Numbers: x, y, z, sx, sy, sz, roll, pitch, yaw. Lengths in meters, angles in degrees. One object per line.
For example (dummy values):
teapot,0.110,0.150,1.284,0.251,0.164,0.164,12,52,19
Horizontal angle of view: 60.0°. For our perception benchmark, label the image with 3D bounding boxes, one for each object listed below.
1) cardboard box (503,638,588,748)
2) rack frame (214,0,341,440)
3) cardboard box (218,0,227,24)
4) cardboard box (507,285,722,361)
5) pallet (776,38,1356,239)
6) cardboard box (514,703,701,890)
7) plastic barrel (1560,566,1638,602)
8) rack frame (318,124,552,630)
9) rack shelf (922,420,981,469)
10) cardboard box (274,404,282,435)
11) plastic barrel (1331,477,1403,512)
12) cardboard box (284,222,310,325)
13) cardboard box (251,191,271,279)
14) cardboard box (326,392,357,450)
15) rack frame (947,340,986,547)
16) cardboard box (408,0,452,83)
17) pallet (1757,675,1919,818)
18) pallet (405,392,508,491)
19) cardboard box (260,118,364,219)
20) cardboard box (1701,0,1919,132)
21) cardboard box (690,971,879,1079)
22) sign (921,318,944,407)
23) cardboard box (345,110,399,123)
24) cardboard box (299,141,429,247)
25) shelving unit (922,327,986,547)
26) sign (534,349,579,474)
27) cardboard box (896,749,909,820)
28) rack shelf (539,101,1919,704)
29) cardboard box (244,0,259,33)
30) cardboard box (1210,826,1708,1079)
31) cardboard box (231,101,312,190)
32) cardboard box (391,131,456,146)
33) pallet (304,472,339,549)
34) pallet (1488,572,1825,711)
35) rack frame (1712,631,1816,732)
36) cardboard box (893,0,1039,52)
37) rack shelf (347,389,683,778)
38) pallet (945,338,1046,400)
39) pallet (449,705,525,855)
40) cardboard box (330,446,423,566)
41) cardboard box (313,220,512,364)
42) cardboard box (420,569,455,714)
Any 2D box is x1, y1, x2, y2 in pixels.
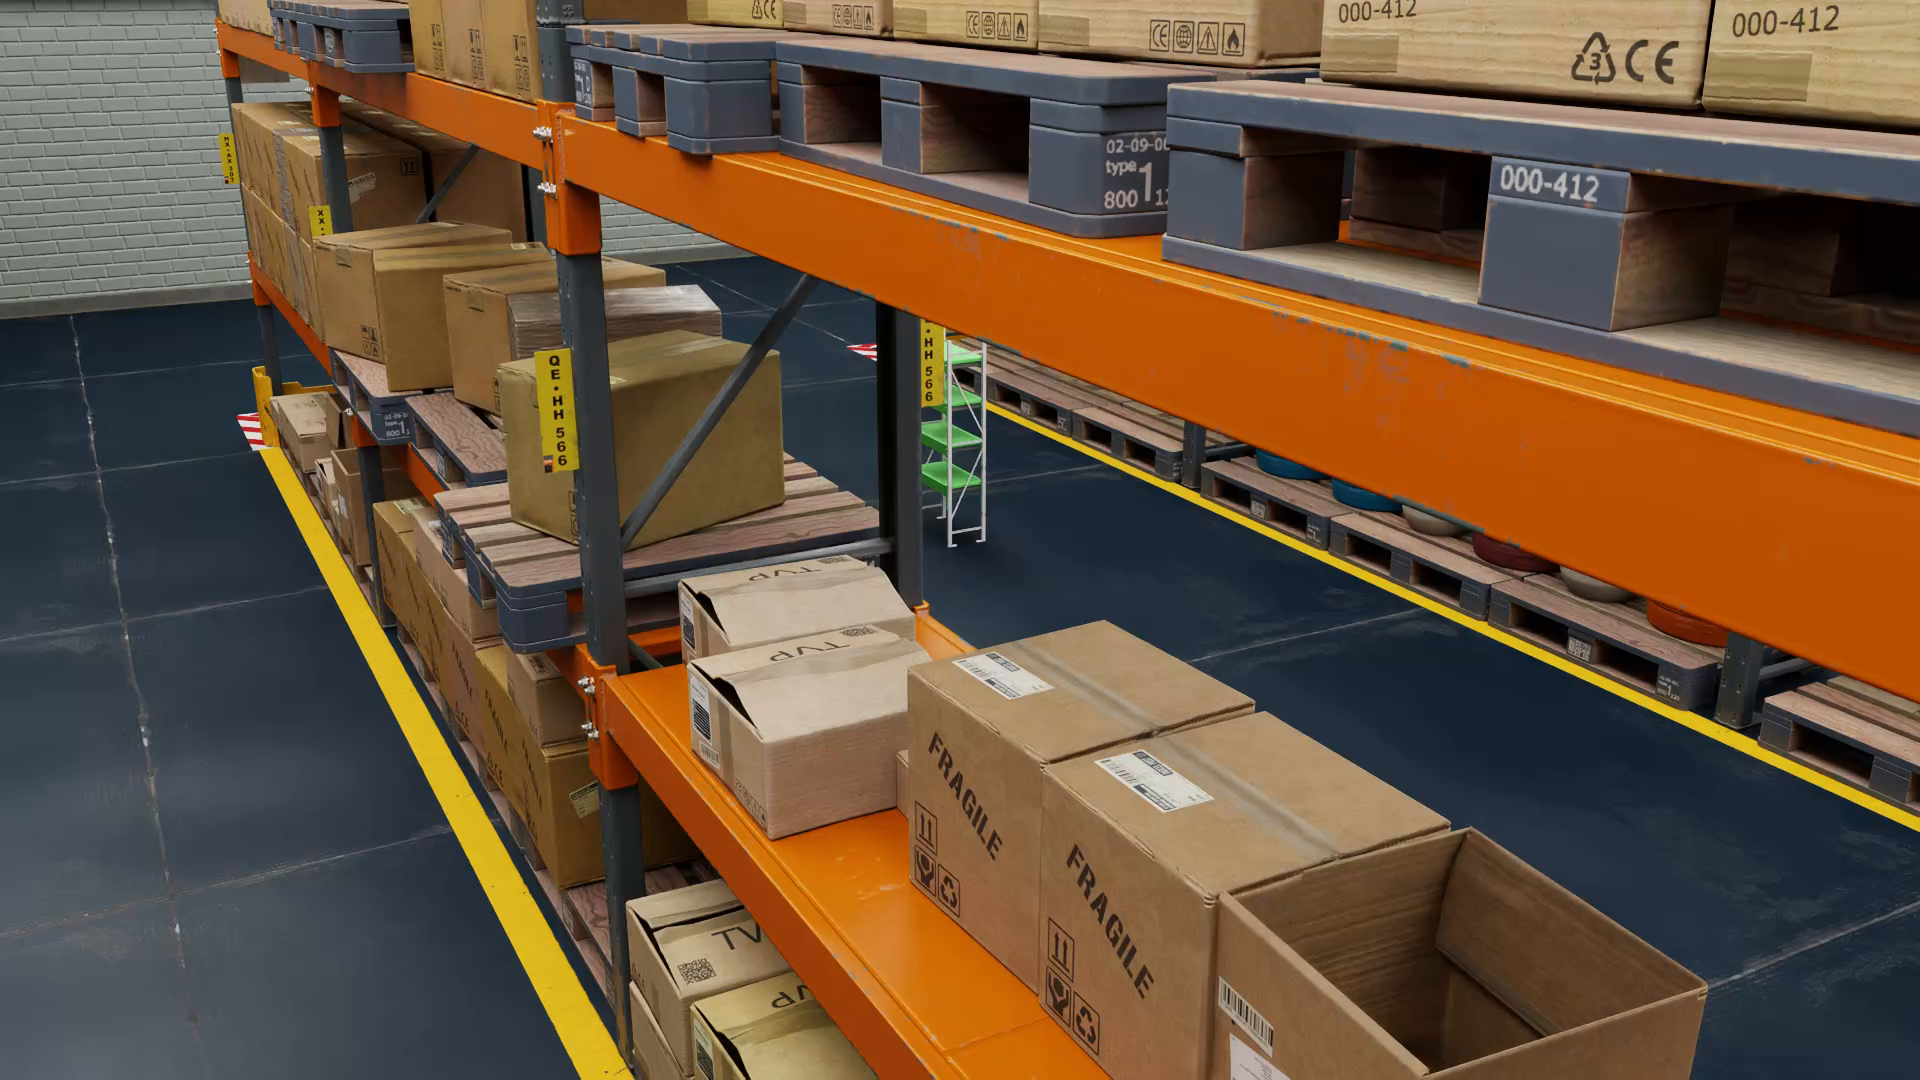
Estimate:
cardboard box,-1.260,0.458,5.714,0.500,0.250,0.500,-9,21,-25
rack frame,-4.377,-2.210,11.438,1.000,3.000,0.127,-10,21,-27
cardboard box,-4.357,-3.370,10.431,0.500,0.250,0.500,-10,21,-27
cardboard box,-1.243,-0.615,6.017,0.700,0.500,0.500,-6,20,-16
pallet,0.356,-0.741,2.870,1.003,0.211,1.213,-9,21,-24
cardboard box,-1.229,0.828,5.791,0.500,0.500,0.500,-9,21,-25
plastic barrel,3.188,0.012,8.169,0.421,0.512,0.421,0,19,0
rack frame,-2.478,-1.062,8.110,1.000,3.000,0.127,-10,21,-27
rack shelf,-0.079,-0.554,9.594,0.258,0.148,0.480,-10,21,-27
cardboard box,-4.362,-0.834,11.118,0.380,0.166,0.250,-10,21,-27
plastic barrel,2.463,-0.673,9.555,0.600,0.901,0.708,-10,21,-27
cardboard box,-3.433,-1.508,9.249,0.500,0.500,0.500,-9,21,-25
cardboard box,-4.149,-1.942,10.507,0.500,0.500,0.500,-10,22,-27
cardboard box,-3.375,-0.628,10.006,0.797,0.503,0.637,-10,21,-27
rack frame,0.037,-0.545,9.370,0.240,1.200,0.015,-10,21,-27
cardboard box,-1.304,-1.794,5.481,0.910,0.500,0.500,-10,21,-27
pallet,4.116,0.867,6.796,1.003,0.211,1.213,-10,21,-27
pallet,-1.506,-0.380,6.429,1.003,0.211,1.213,-10,21,-27
cardboard box,-3.669,-2.123,9.499,0.500,0.500,0.500,-10,22,-27
cardboard box,1.037,-0.489,1.438,0.500,0.250,0.500,-8,20,-21
cardboard box,-0.331,1.268,4.070,0.500,0.311,0.500,-11,22,-28
sign,-0.092,-0.548,4.845,0.100,0.325,0.005,-10,21,-27
cardboard box,-3.433,-2.352,10.162,0.500,0.500,0.500,-9,21,-25
cardboard box,-2.946,-1.687,8.235,0.500,0.500,0.500,-10,21,-26
shelving unit,-0.079,-0.615,9.573,0.258,1.200,0.503,-10,21,-27
sign,-1.052,-0.337,4.355,0.100,0.325,0.005,-10,21,-27
cardboard box,0.077,0.563,3.788,0.380,0.149,0.250,-8,21,-23
rack shelf,0.371,-0.417,2.747,1.077,0.370,4.000,-10,21,-27
cardboard box,-3.649,-2.939,9.181,0.500,0.250,0.500,-10,21,-27
cardboard box,0.720,0.813,2.523,0.500,0.500,0.500,-8,21,-23
cardboard box,-4.399,-2.562,10.771,0.500,0.500,0.500,-9,21,-25
cardboard box,-2.699,-1.909,8.878,0.500,0.500,0.500,-11,22,-28
pallet,-3.387,-0.291,10.153,1.003,0.211,1.213,-10,21,-27
pallet,3.371,0.419,8.095,1.003,0.211,1.213,-10,21,-27
rack frame,3.783,-0.680,7.003,1.000,3.000,0.127,-10,21,-27
cardboard box,0.213,-1.024,2.988,0.500,0.250,0.500,-10,22,-28
rack shelf,-1.528,-0.148,6.564,1.077,0.370,4.000,-10,21,-27
pallet,0.341,-1.415,13.409,1.003,0.211,1.213,-10,21,-27
pallet,-1.475,0.835,6.889,1.003,0.211,1.213,-10,21,-27
cardboard box,-2.998,-0.208,8.793,0.500,0.500,0.500,-10,21,-27
cardboard box,-2.450,-1.137,7.531,0.500,0.500,0.700,16,25,39
cardboard box,-1.969,0.384,7.076,0.500,0.500,0.500,-10,21,-26
